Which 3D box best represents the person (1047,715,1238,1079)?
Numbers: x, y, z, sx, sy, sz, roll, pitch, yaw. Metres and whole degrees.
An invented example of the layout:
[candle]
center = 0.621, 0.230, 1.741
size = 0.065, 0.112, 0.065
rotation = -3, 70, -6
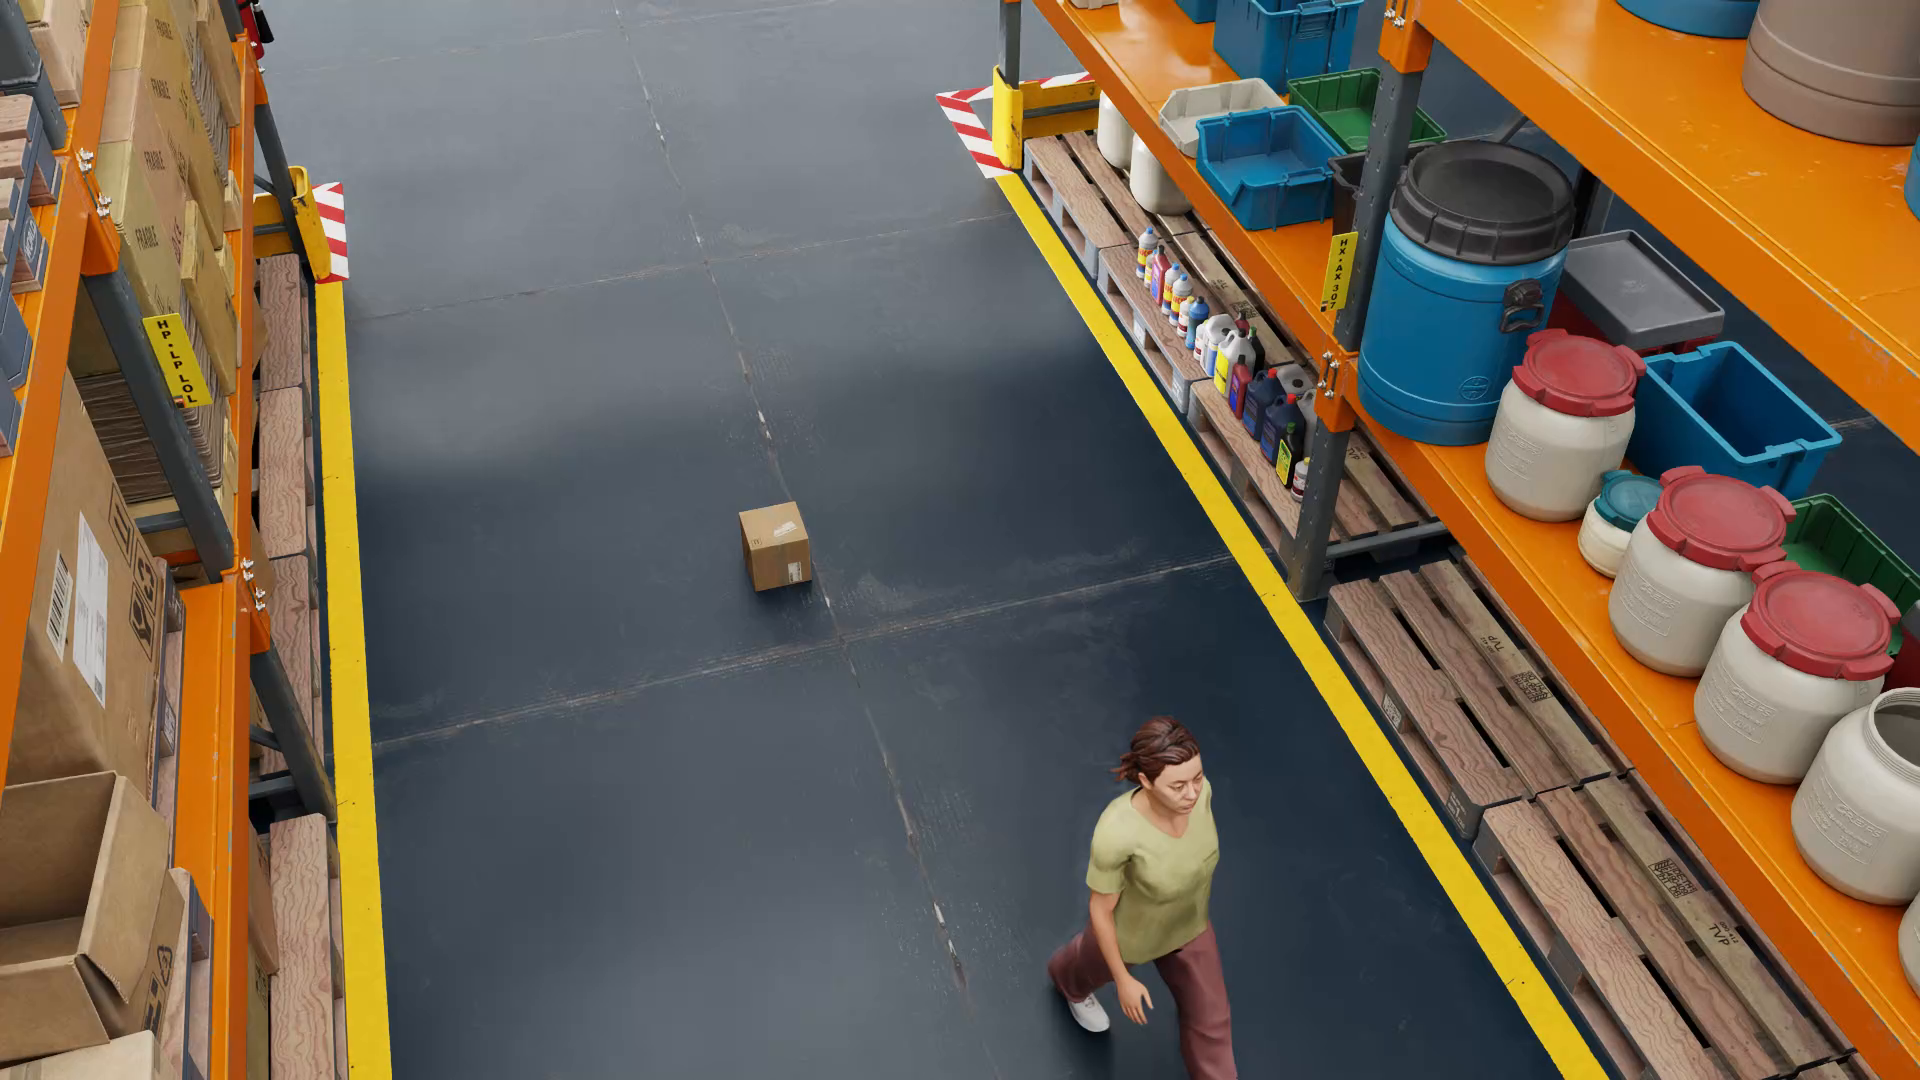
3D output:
[person]
center = 0.594, 1.170, 4.864
size = 0.464, 1.606, 1.022
rotation = -22, 47, -22
